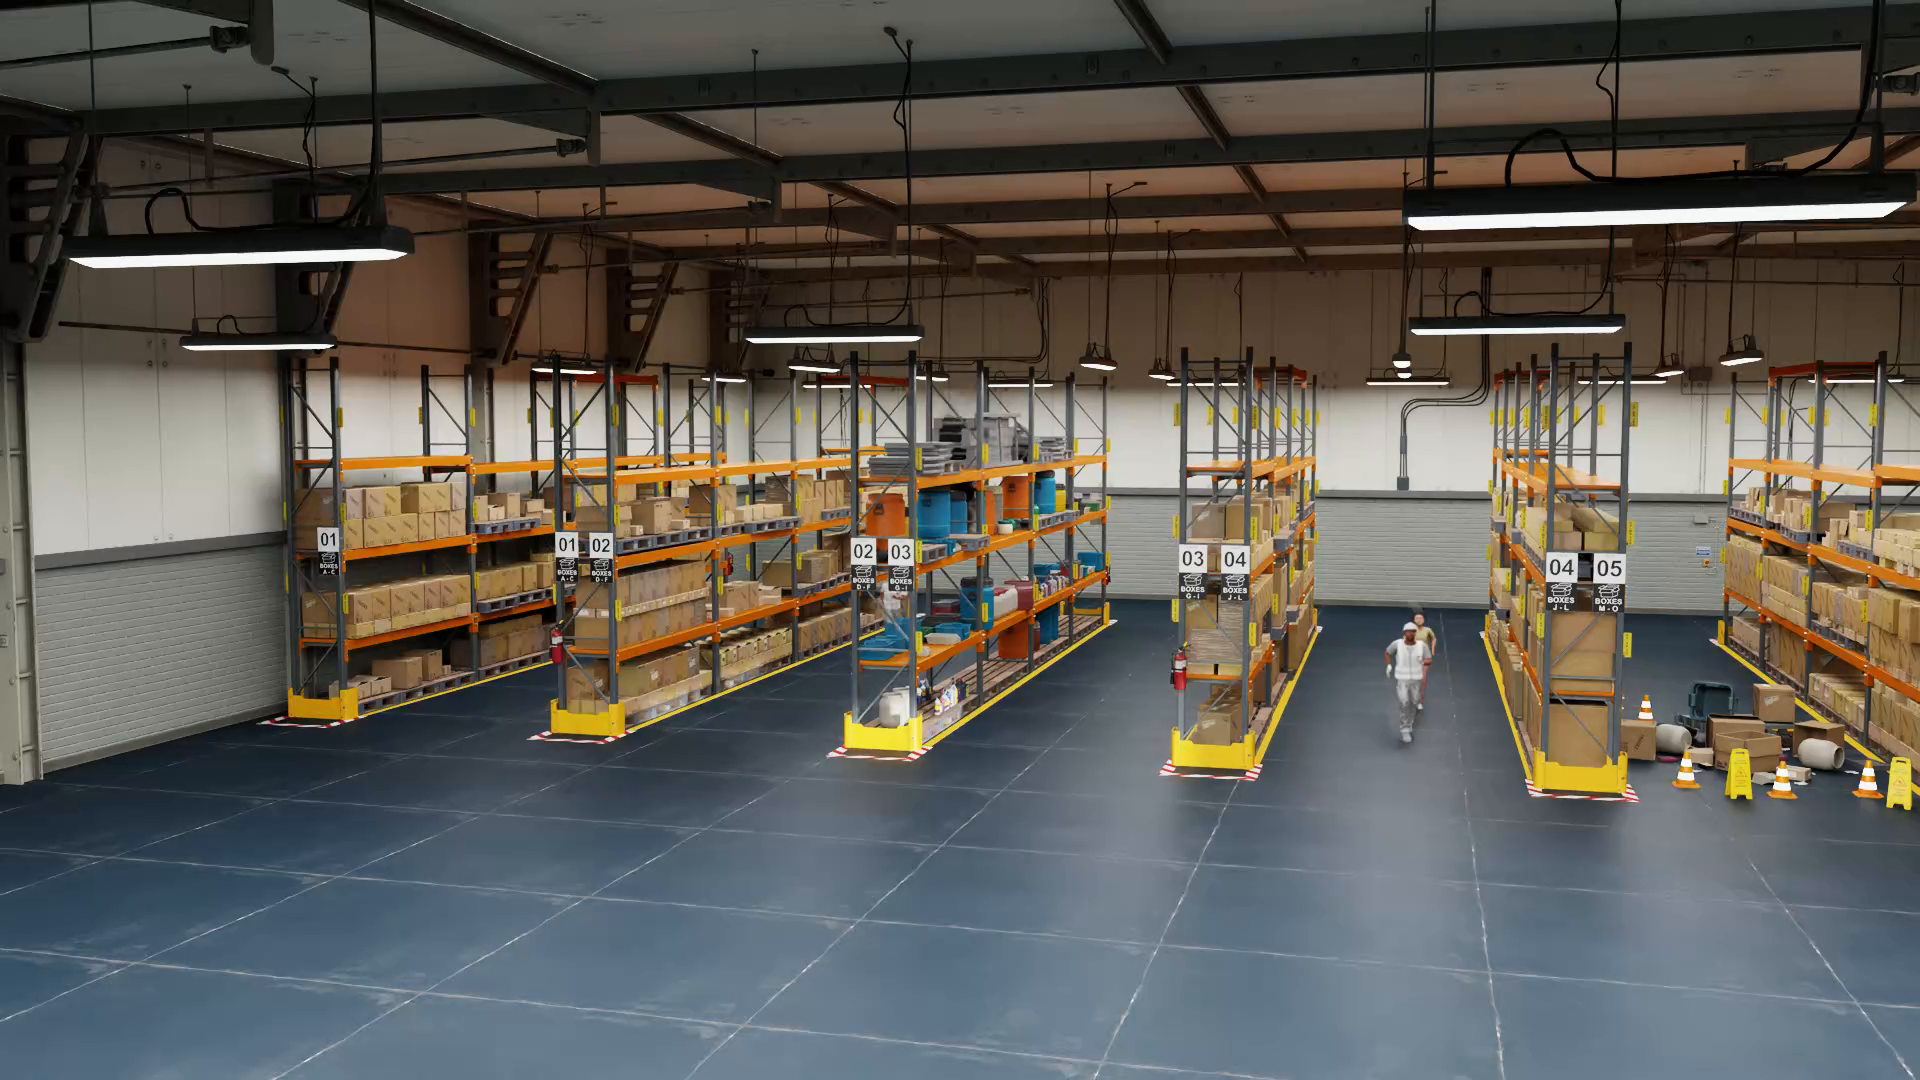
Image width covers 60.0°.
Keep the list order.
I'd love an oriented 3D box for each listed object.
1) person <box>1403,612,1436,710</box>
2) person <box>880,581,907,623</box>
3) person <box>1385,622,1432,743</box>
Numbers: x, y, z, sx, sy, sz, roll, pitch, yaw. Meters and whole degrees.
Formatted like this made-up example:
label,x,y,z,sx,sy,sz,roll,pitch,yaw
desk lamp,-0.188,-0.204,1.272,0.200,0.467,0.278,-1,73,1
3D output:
label,x,y,z,sx,sy,sz,roll,pitch,yaw
person,7.969,2.073,28.856,0.593,1.640,0.875,1,4,11
person,-1.364,1.425,33.609,0.553,1.722,0.888,0,4,3
person,7.002,2.184,25.913,0.676,1.800,0.905,0,4,3
